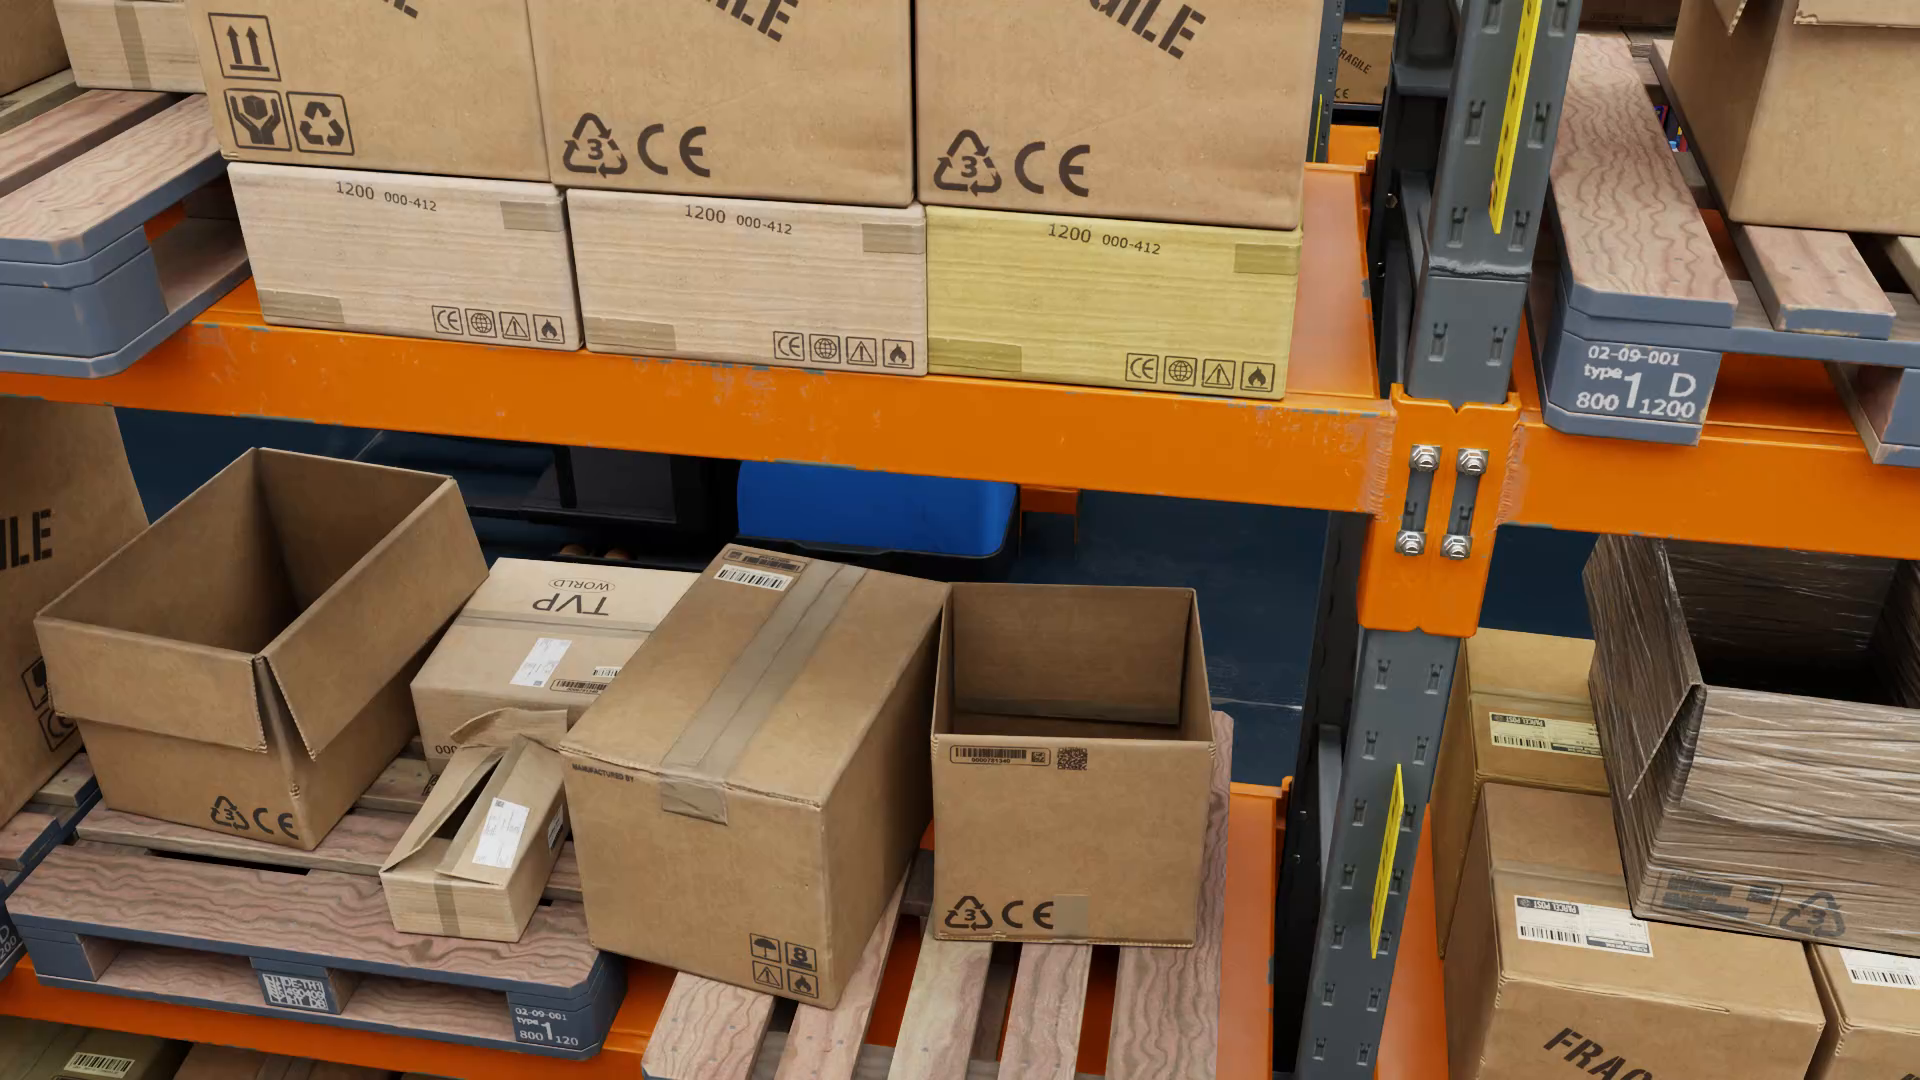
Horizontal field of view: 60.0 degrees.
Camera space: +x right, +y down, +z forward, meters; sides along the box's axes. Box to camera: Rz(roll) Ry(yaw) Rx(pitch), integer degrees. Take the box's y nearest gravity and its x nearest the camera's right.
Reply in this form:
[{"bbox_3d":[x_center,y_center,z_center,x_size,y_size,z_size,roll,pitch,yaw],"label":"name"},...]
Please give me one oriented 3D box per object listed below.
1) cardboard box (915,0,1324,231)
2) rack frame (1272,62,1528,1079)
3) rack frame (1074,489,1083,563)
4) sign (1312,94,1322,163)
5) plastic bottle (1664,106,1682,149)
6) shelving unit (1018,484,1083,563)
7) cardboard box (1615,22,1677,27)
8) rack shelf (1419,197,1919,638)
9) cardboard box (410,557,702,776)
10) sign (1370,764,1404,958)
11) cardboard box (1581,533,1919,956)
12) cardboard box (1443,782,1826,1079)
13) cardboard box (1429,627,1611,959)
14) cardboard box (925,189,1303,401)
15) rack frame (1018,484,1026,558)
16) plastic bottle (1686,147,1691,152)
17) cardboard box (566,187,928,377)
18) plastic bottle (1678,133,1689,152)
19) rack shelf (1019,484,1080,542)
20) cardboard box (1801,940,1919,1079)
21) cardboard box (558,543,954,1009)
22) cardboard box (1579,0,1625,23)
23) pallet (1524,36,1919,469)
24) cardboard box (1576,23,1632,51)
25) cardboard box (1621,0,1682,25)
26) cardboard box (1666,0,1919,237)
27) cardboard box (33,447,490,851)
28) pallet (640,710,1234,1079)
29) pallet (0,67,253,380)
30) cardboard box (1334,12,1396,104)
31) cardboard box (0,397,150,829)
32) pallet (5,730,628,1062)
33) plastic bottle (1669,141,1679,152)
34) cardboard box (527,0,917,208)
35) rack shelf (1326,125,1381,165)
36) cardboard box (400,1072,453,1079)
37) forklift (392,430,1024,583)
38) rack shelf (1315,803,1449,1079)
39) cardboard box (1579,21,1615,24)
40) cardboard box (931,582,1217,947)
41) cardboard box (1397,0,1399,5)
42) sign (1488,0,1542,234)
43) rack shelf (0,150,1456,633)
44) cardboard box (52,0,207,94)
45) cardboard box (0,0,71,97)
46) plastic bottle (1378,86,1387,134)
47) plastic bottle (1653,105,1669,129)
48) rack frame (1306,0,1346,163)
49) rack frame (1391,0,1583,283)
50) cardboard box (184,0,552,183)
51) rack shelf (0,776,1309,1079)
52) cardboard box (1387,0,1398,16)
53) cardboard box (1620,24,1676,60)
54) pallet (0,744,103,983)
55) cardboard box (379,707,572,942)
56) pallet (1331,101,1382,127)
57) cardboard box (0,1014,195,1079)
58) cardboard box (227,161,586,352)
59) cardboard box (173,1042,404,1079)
[{"bbox_3d":[0.236,-0.761,2.246,0.500,0.500,0.500,6,33,9],"label":"cardboard box"},{"bbox_3d":[0.748,0.676,3.342,0.127,3.000,1.000,5,32,8],"label":"rack frame"},{"bbox_3d":[0.508,-0.399,6.898,0.008,1.050,0.200,5,32,8],"label":"rack frame"},{"bbox_3d":[1.496,-1.695,6.977,0.005,0.325,0.100,5,32,8],"label":"sign"},{"bbox_3d":[3.329,-1.942,7.572,0.185,0.351,0.144,5,32,8],"label":"plastic bottle"},{"bbox_3d":[0.388,-0.410,6.915,0.252,1.050,0.215,5,32,8],"label":"shelving unit"},{"bbox_3d":[4.907,-3.535,12.012,0.500,0.500,0.500,6,32,9],"label":"cardboard box"},{"bbox_3d":[2.720,-0.112,2.452,4.000,0.370,1.077,5,32,8],"label":"rack shelf"},{"bbox_3d":[-0.865,0.292,3.702,0.500,0.250,0.500,4,32,7],"label":"cardboard box"},{"bbox_3d":[0.666,0.504,2.601,0.005,0.325,0.100,5,32,8],"label":"sign"},{"bbox_3d":[1.466,0.283,2.932,0.637,0.503,0.797,6,33,10],"label":"cardboard box"},{"bbox_3d":[1.182,0.820,3.019,0.500,0.500,0.500,6,33,10],"label":"cardboard box"},{"bbox_3d":[1.276,0.549,3.452,0.500,0.500,0.500,6,33,10],"label":"cardboard box"},{"bbox_3d":[0.238,-0.446,2.449,0.500,0.250,0.500,5,32,8],"label":"cardboard box"},{"bbox_3d":[0.268,-0.421,6.933,0.008,1.050,0.200,5,32,8],"label":"rack frame"},{"bbox_3d":[3.085,-1.530,6.977,0.133,0.283,0.061,5,32,8],"label":"plastic bottle"},{"bbox_3d":[-0.253,-0.483,2.508,0.500,0.250,0.500,5,32,8],"label":"cardboard box"},{"bbox_3d":[3.337,-1.858,7.501,0.133,0.283,0.061,5,32,8],"label":"plastic bottle"},{"bbox_3d":[0.388,-0.165,7.068,0.240,0.259,0.215,5,32,8],"label":"rack shelf"},{"bbox_3d":[1.690,0.865,2.947,0.500,0.500,0.500,4,32,7],"label":"cardboard box"},{"bbox_3d":[-0.358,0.431,3.244,0.500,0.500,0.700,10,33,15],"label":"cardboard box"},{"bbox_3d":[4.445,-3.896,11.882,0.500,0.250,0.500,5,32,7],"label":"cardboard box"},{"bbox_3d":[1.392,-0.485,2.549,1.003,0.211,1.213,7,33,10],"label":"pallet"},{"bbox_3d":[4.345,-3.306,11.646,0.500,0.500,0.500,4,32,7],"label":"cardboard box"},{"bbox_3d":[4.940,-3.852,11.811,0.500,0.250,0.500,5,32,8],"label":"cardboard box"},{"bbox_3d":[1.362,-0.800,2.381,0.637,0.503,0.797,7,33,11],"label":"cardboard box"},{"bbox_3d":[-1.470,0.204,3.604,0.637,0.503,0.797,8,33,13],"label":"cardboard box"},{"bbox_3d":[0.028,0.750,3.406,1.003,0.211,1.213,5,32,8],"label":"pallet"},{"bbox_3d":[-1.581,-0.671,2.844,1.003,0.211,1.213,5,32,8],"label":"pallet"},{"bbox_3d":[2.819,-3.441,11.862,0.500,0.500,0.500,7,33,10],"label":"cardboard box"},{"bbox_3d":[-2.435,0.031,3.412,1.000,1.000,1.000,5,32,9],"label":"cardboard box"},{"bbox_3d":[-1.210,0.602,3.641,1.213,0.211,1.003,5,32,8],"label":"pallet"},{"bbox_3d":[2.974,-1.545,7.012,0.097,0.271,0.097,0,32,0],"label":"plastic bottle"},{"bbox_3d":[-0.271,-0.801,2.310,0.500,0.500,0.500,5,32,8],"label":"cardboard box"},{"bbox_3d":[3.553,-1.430,7.386,4.000,0.370,1.077,5,32,8],"label":"rack shelf"},{"bbox_3d":[-1.025,1.410,4.111,0.500,0.500,0.700,8,33,12],"label":"cardboard box"},{"bbox_3d":[-1.249,-1.307,6.575,3.031,2.935,1.130,5,32,8],"label":"forklift"},{"bbox_3d":[2.720,1.160,3.248,4.000,0.370,1.077,5,32,8],"label":"rack shelf"},{"bbox_3d":[4.408,-3.580,12.084,0.500,0.500,0.500,4,32,6],"label":"cardboard box"},{"bbox_3d":[0.209,0.429,3.248,0.500,0.500,0.500,1,32,2],"label":"cardboard box"},{"bbox_3d":[3.436,-3.986,12.025,0.500,0.250,0.500,6,33,10],"label":"cardboard box"},{"bbox_3d":[0.655,-0.531,1.956,0.005,0.325,0.100,5,32,8],"label":"sign"},{"bbox_3d":[-1.223,-0.469,3.022,4.000,0.370,1.077,5,32,8],"label":"rack shelf"},{"bbox_3d":[-1.330,-0.916,2.883,0.250,0.166,0.380,4,32,7],"label":"cardboard box"},{"bbox_3d":[-1.819,-0.996,2.694,0.637,0.503,0.797,6,33,10],"label":"cardboard box"},{"bbox_3d":[2.052,-2.052,7.810,0.133,0.283,0.061,5,32,8],"label":"plastic bottle"},{"bbox_3d":[3.179,-1.949,7.647,0.133,0.283,0.061,5,32,8],"label":"plastic bottle"},{"bbox_3d":[1.582,-1.914,7.481,0.127,3.000,1.000,5,32,8],"label":"rack frame"},{"bbox_3d":[0.748,-1.866,1.750,0.127,3.000,1.000,5,32,8],"label":"rack frame"},{"bbox_3d":[-0.757,-0.853,2.394,0.500,0.500,0.500,6,32,9],"label":"cardboard box"},{"bbox_3d":[-1.223,0.803,3.818,4.000,0.370,1.077,5,32,8],"label":"rack shelf"},{"bbox_3d":[3.380,-3.670,12.228,0.500,0.500,0.500,6,33,10],"label":"cardboard box"},{"bbox_3d":[4.847,-3.262,11.575,0.500,0.500,0.500,6,32,9],"label":"cardboard box"},{"bbox_3d":[-2.466,0.545,3.733,1.213,0.211,1.003,5,32,8],"label":"pallet"},{"bbox_3d":[-0.941,0.548,3.279,0.258,0.266,0.396,4,32,7],"label":"cardboard box"},{"bbox_3d":[3.148,-3.236,12.221,1.213,0.211,1.003,5,32,8],"label":"pallet"},{"bbox_3d":[-2.126,1.311,4.270,0.500,0.500,0.700,5,32,8],"label":"cardboard box"},{"bbox_3d":[-0.748,-0.529,2.582,0.500,0.250,0.500,6,33,10],"label":"cardboard box"},{"bbox_3d":[-1.575,1.361,4.190,0.500,0.500,0.700,3,32,4],"label":"cardboard box"}]
